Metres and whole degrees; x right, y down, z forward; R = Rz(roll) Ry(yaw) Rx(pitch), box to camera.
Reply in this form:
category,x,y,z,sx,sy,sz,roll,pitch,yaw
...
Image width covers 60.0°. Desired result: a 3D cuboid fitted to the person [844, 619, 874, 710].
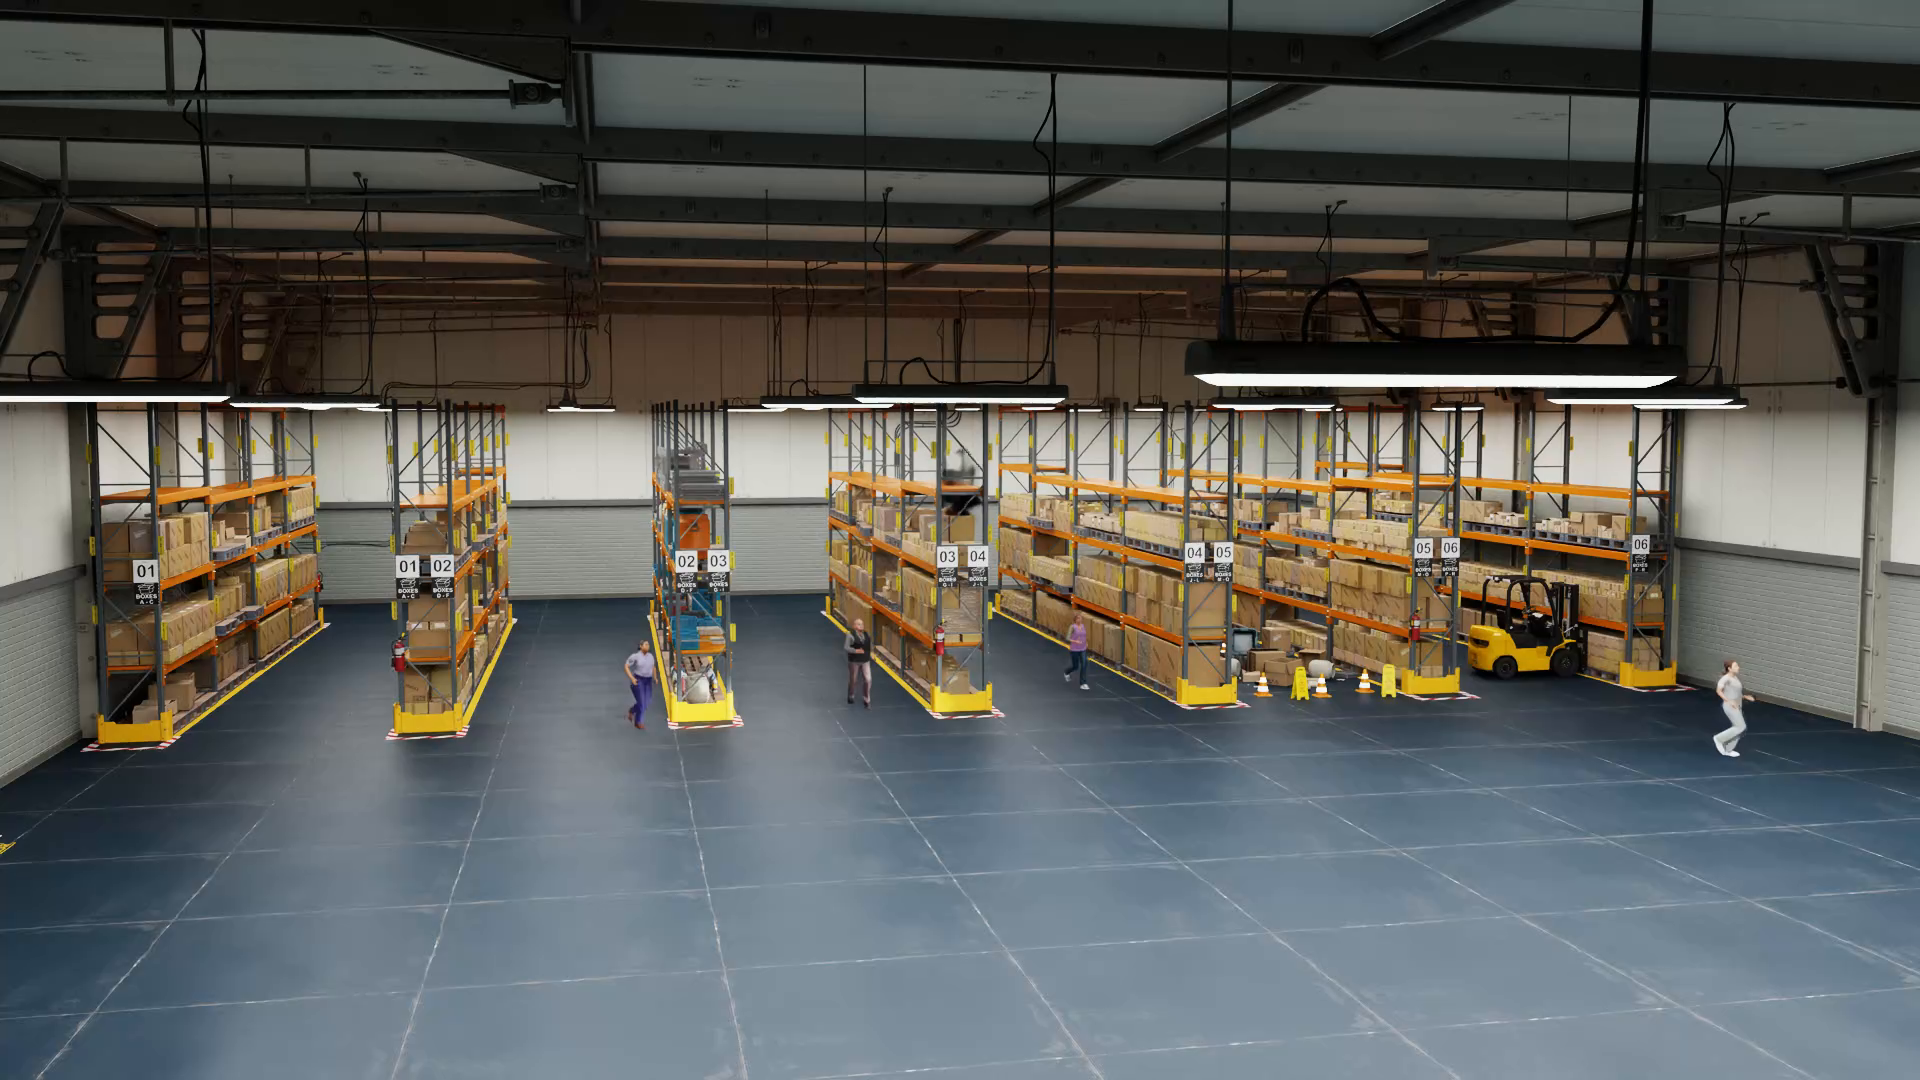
category,x,y,z,sx,sy,sz,roll,pitch,yaw
person,-1.960,2.435,32.424,0.673,1.804,0.760,-2,5,-26

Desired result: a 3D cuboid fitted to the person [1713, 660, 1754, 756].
category,x,y,z,sx,sy,sz,roll,pitch,yaw
person,12.941,2.809,27.810,0.571,1.624,0.559,4,6,44

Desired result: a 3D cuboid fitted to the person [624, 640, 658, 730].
category,x,y,z,sx,sy,sz,roll,pitch,yaw
person,-5.853,2.636,30.531,0.580,1.613,0.657,4,6,41

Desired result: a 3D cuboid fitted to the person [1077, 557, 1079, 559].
category,x,y,z,sx,sy,sz,roll,pitch,yaw
person,3.331,1.286,48.177,0.558,1.606,0.587,-1,4,-14

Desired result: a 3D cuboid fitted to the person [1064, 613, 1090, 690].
category,x,y,z,sx,sy,sz,roll,pitch,yaw
person,2.460,2.306,34.686,0.541,1.567,0.843,-2,5,-28
